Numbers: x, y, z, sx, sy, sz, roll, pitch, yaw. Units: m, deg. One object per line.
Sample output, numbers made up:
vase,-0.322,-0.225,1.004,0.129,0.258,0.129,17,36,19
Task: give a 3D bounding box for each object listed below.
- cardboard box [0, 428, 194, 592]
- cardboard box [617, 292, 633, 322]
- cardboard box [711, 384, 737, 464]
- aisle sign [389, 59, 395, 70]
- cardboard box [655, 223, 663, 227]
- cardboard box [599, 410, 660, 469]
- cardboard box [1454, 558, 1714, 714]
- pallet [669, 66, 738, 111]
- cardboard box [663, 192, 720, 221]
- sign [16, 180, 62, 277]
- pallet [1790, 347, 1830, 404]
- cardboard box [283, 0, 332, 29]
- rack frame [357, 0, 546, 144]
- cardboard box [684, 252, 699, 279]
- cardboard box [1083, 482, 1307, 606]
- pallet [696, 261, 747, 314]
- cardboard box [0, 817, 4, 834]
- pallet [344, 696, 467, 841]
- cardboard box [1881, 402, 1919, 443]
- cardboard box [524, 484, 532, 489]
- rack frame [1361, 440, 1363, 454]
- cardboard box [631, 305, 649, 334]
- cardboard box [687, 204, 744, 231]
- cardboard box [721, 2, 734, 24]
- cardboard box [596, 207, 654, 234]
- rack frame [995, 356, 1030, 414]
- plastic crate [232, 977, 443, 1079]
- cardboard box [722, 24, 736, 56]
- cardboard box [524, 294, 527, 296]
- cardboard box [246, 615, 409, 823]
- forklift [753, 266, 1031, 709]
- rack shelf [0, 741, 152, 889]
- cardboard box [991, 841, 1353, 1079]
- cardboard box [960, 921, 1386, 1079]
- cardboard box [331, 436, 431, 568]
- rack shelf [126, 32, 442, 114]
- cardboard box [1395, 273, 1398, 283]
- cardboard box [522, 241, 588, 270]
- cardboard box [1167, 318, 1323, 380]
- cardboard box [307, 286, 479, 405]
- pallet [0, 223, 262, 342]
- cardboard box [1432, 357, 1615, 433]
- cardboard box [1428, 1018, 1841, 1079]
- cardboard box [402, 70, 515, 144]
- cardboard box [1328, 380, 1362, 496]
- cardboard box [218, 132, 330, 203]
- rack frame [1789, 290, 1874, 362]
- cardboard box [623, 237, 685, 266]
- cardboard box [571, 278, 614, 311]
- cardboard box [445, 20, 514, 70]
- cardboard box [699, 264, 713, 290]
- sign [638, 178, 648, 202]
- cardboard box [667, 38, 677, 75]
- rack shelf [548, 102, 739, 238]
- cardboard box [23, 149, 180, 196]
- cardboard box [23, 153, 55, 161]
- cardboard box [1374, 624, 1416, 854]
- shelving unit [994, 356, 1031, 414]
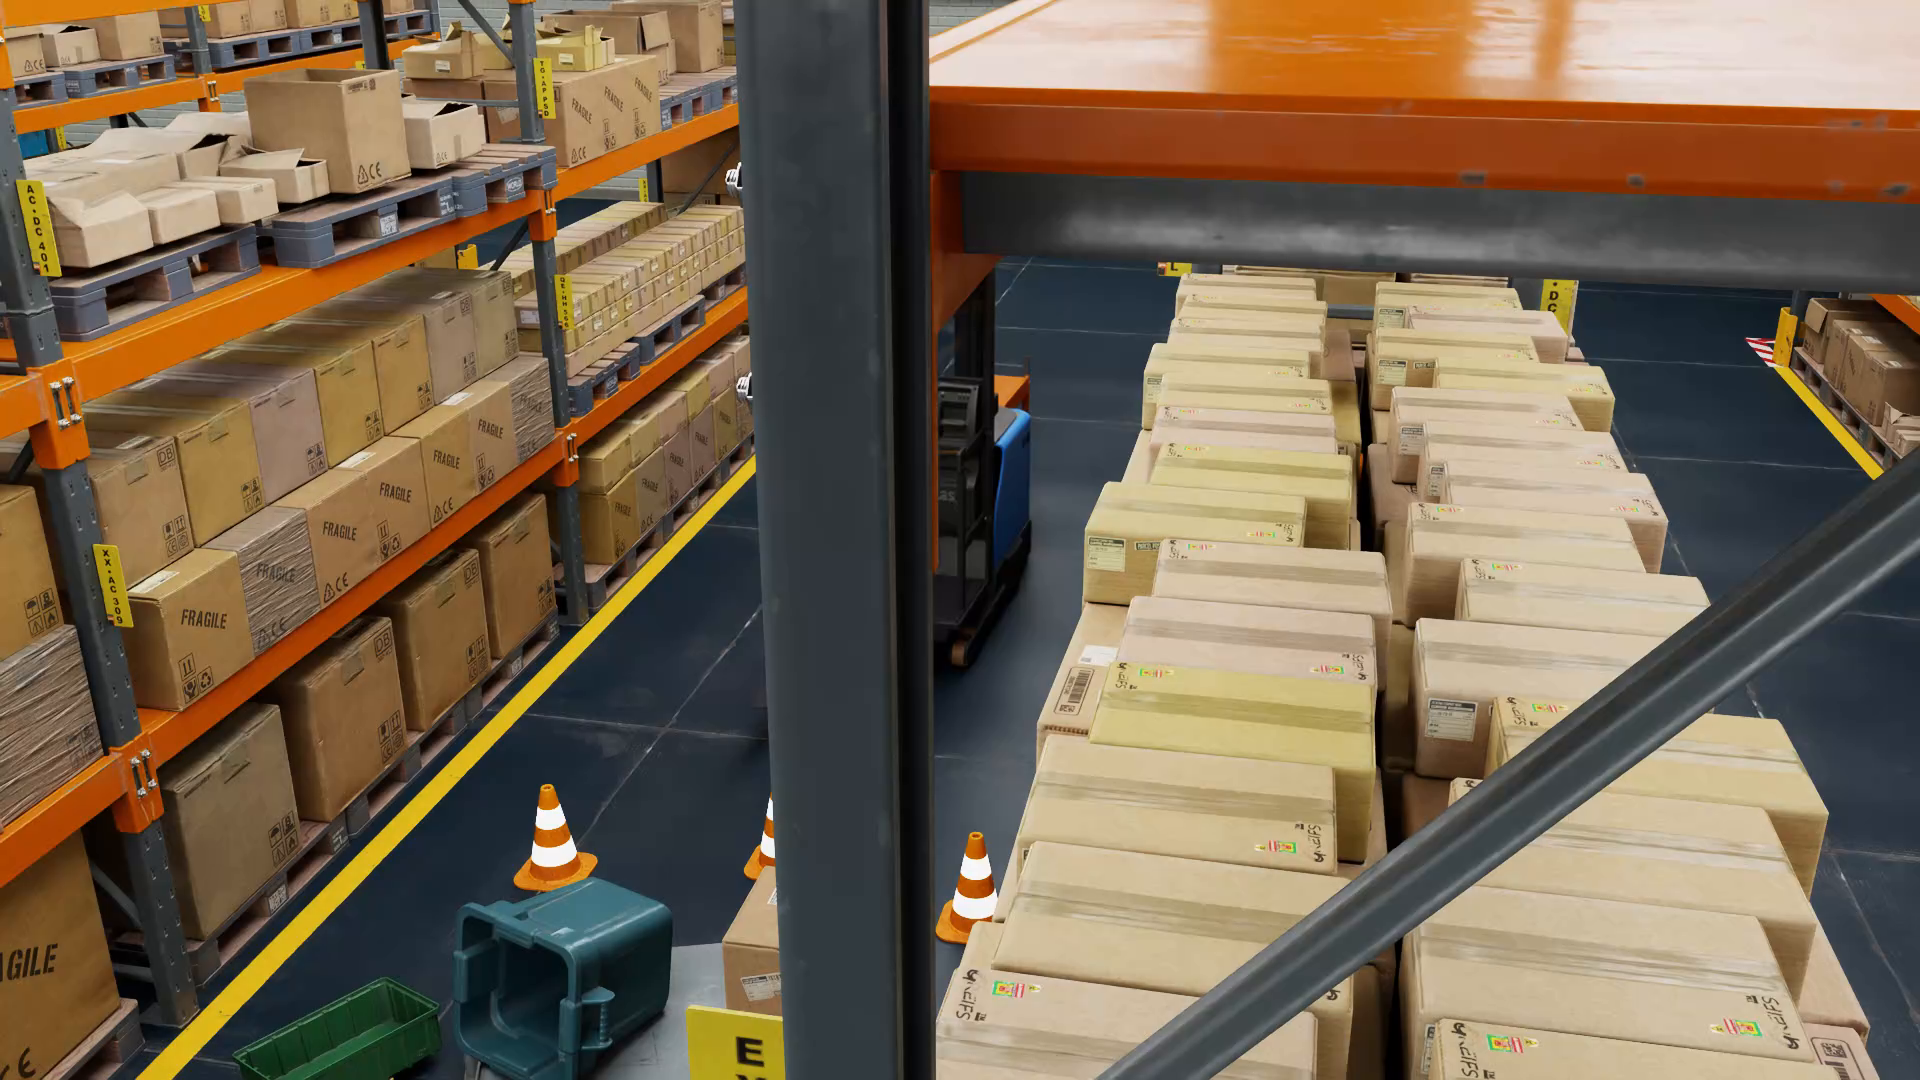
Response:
cardboard box,-3.580,-0.125,6.677,0.700,0.500,0.500,4,22,10
cardboard box,-2.409,-1.563,11.095,0.380,0.149,0.250,5,22,11
cardboard box,-2.053,-0.916,12.898,0.500,0.500,0.500,4,22,10
aisle sign,-6.341,-5.492,17.994,0.394,0.787,0.004,4,22,11
cardboard box,-2.574,-2.466,13.337,0.380,0.149,0.250,5,22,12
cardboard box,-2.378,-0.698,11.352,0.500,0.250,0.500,4,22,10
cardboard box,1.008,0.158,2.700,0.380,0.149,0.250,5,22,12
pallet,-2.274,-3.445,12.629,1.213,0.211,1.003,4,22,11
cardboard box,-2.221,-2.741,14.113,0.500,0.500,0.500,4,22,11
sign,-3.132,-1.059,5.655,0.100,0.325,0.005,4,22,11
pallet,8.322,-1.491,15.274,1.003,0.211,1.213,4,22,11
cardboard box,-6.418,-5.120,15.707,0.700,0.500,0.500,5,23,13
rack frame,-2.860,-3.679,8.942,1.000,3.000,0.127,4,22,11
cardboard box,-2.143,-2.032,12.260,0.380,0.149,0.250,3,22,8
cardboard box,0.434,0.016,3.052,0.380,0.149,0.250,5,22,12
pallet,-2.342,-2.001,13.064,1.003,0.211,1.213,4,22,11
cardboard box,-3.829,0.836,5.561,0.875,0.550,0.550,4,22,11
pallet,-3.345,1.125,8.777,1.003,0.211,1.213,4,22,11
cardboard box,7.582,-0.925,13.232,0.396,0.266,0.258,5,23,13
cardboard box,-2.977,-0.549,10.982,0.500,0.250,0.500,4,22,10
rack frame,1.191,0.908,5.585,1.000,3.000,0.127,4,22,11
cardboard box,-2.356,-1.515,11.375,0.380,0.149,0.250,5,23,13
cardboard box,-1.934,-2.551,13.151,0.380,0.149,0.250,5,23,13
cardboard box,-1.747,-4.185,13.213,0.380,0.149,0.250,4,22,10
cardboard box,-2.625,-2.501,13.027,0.380,0.149,0.250,5,22,12
rack frame,0.268,-0.846,12.447,0.500,1.125,0.032,6,23,14
plastic crate,-2.429,2.008,6.539,0.450,0.188,0.662,7,21,42
cardboard box,-1.710,-4.070,13.461,0.500,0.250,0.500,5,23,13
cardboard box,-3.049,-1.613,11.219,0.380,0.149,0.250,5,22,11
cardboard box,-3.437,0.830,8.228,1.050,0.750,0.750,4,22,11
forklift,-0.398,-0.759,9.815,1.130,2.935,3.031,6,23,14
rack shelf,-4.084,1.632,4.748,1.077,0.370,4.000,4,22,11
cardboard box,0.245,0.488,1.880,0.380,0.149,0.250,5,22,12
cardboard box,0.215,0.703,1.880,0.500,0.250,0.500,4,22,10
cardboard box,-2.994,-0.204,8.211,0.500,0.500,0.500,5,22,12
rack shelf,-6.470,-4.563,16.116,1.077,0.370,4.000,4,22,11
cardboard box,1.805,-0.978,5.890,0.500,0.250,0.500,4,22,10
cardboard box,-2.888,-2.032,11.862,0.380,0.149,0.250,5,23,13
cardboard box,0.720,-0.454,4.219,0.380,0.149,0.250,4,22,9
cardboard box,-3.063,-1.057,8.992,0.700,0.500,0.500,4,22,10
pallet,-3.537,-1.075,6.747,0.805,0.209,1.217,4,22,9
cardboard box,1.297,-0.310,3.863,0.380,0.149,0.250,5,22,12
cardboard box,0.647,0.611,1.574,0.380,0.149,0.250,4,22,11
cardboard box,-2.992,-2.562,10.050,0.500,0.500,0.500,4,22,11
cardboard box,0.737,-0.223,4.179,0.500,0.250,0.500,4,22,10
cardboard box,-3.087,-1.671,7.457,0.396,0.266,0.258,4,22,11
rack frame,8.499,-3.104,15.546,1.000,3.000,0.127,4,22,11
cardboard box,-2.201,-2.075,11.967,0.380,0.149,0.250,3,22,9
cardboard box,-2.469,-1.592,10.769,0.380,0.149,0.250,4,22,11
cardboard box,-2.941,-3.045,10.226,0.396,0.266,0.258,4,22,11
cardboard box,-2.087,-1.999,12.576,0.380,0.149,0.250,3,22,8
sign,-2.576,-2.799,13.629,0.100,0.325,0.005,4,22,11
cardboard box,-2.429,-3.598,12.313,0.500,0.311,0.500,4,22,10
rack shelf,-2.452,-2.685,11.453,1.077,0.370,4.000,4,22,11
cardboard box,-3.639,-1.464,6.964,0.500,0.250,0.500,4,22,10
cardboard box,-7.152,-2.801,13.317,0.797,0.503,0.637,5,22,12
cardboard box,0.931,0.373,2.700,0.500,0.250,0.500,5,22,12
shelving unit,0.132,-0.663,11.993,0.538,1.125,1.048,6,23,14
